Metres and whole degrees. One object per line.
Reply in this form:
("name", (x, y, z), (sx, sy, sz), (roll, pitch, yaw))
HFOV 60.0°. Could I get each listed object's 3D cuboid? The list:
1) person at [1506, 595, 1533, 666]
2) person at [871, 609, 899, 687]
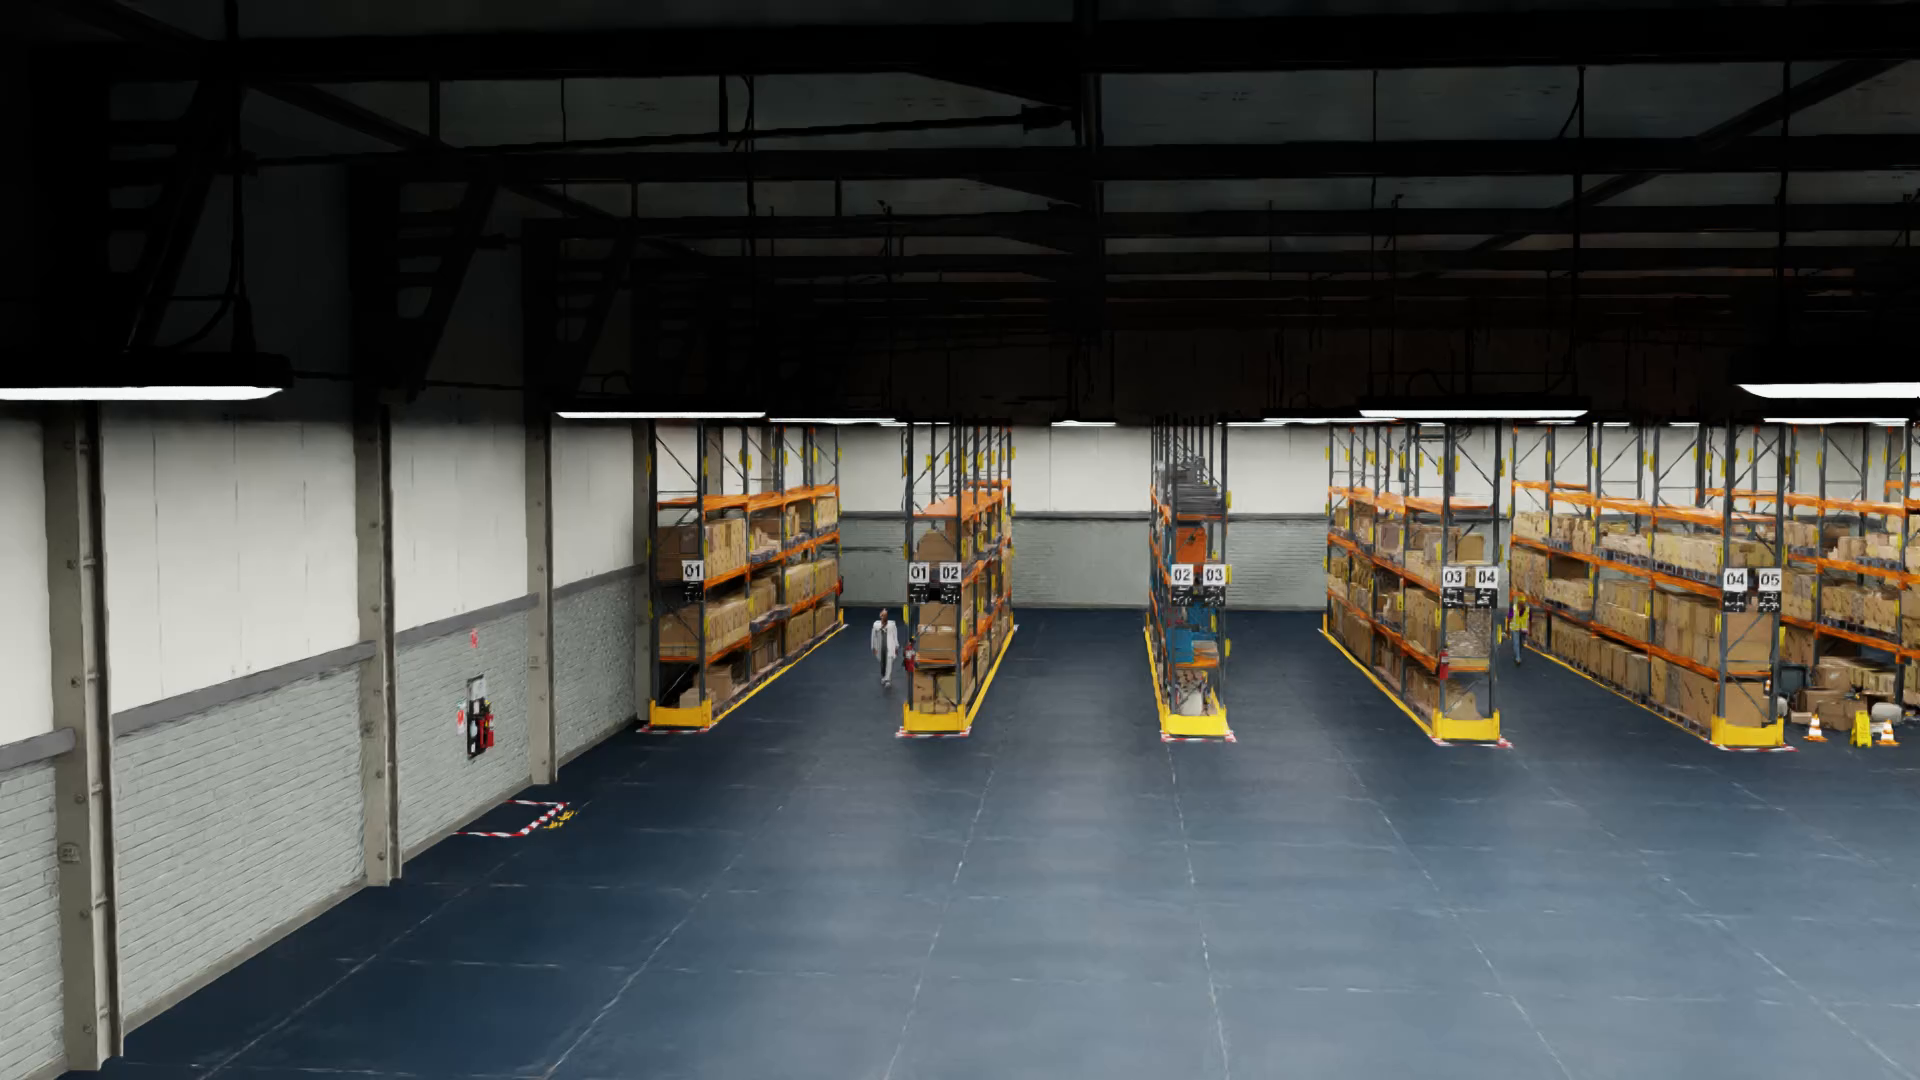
("person", (13.549, 2.164, 40.197), (0.575, 1.689, 1.128), (0, 4, 3))
("person", (-1.674, 2.376, 36.844), (0.598, 1.698, 1.194), (0, 4, 7))
